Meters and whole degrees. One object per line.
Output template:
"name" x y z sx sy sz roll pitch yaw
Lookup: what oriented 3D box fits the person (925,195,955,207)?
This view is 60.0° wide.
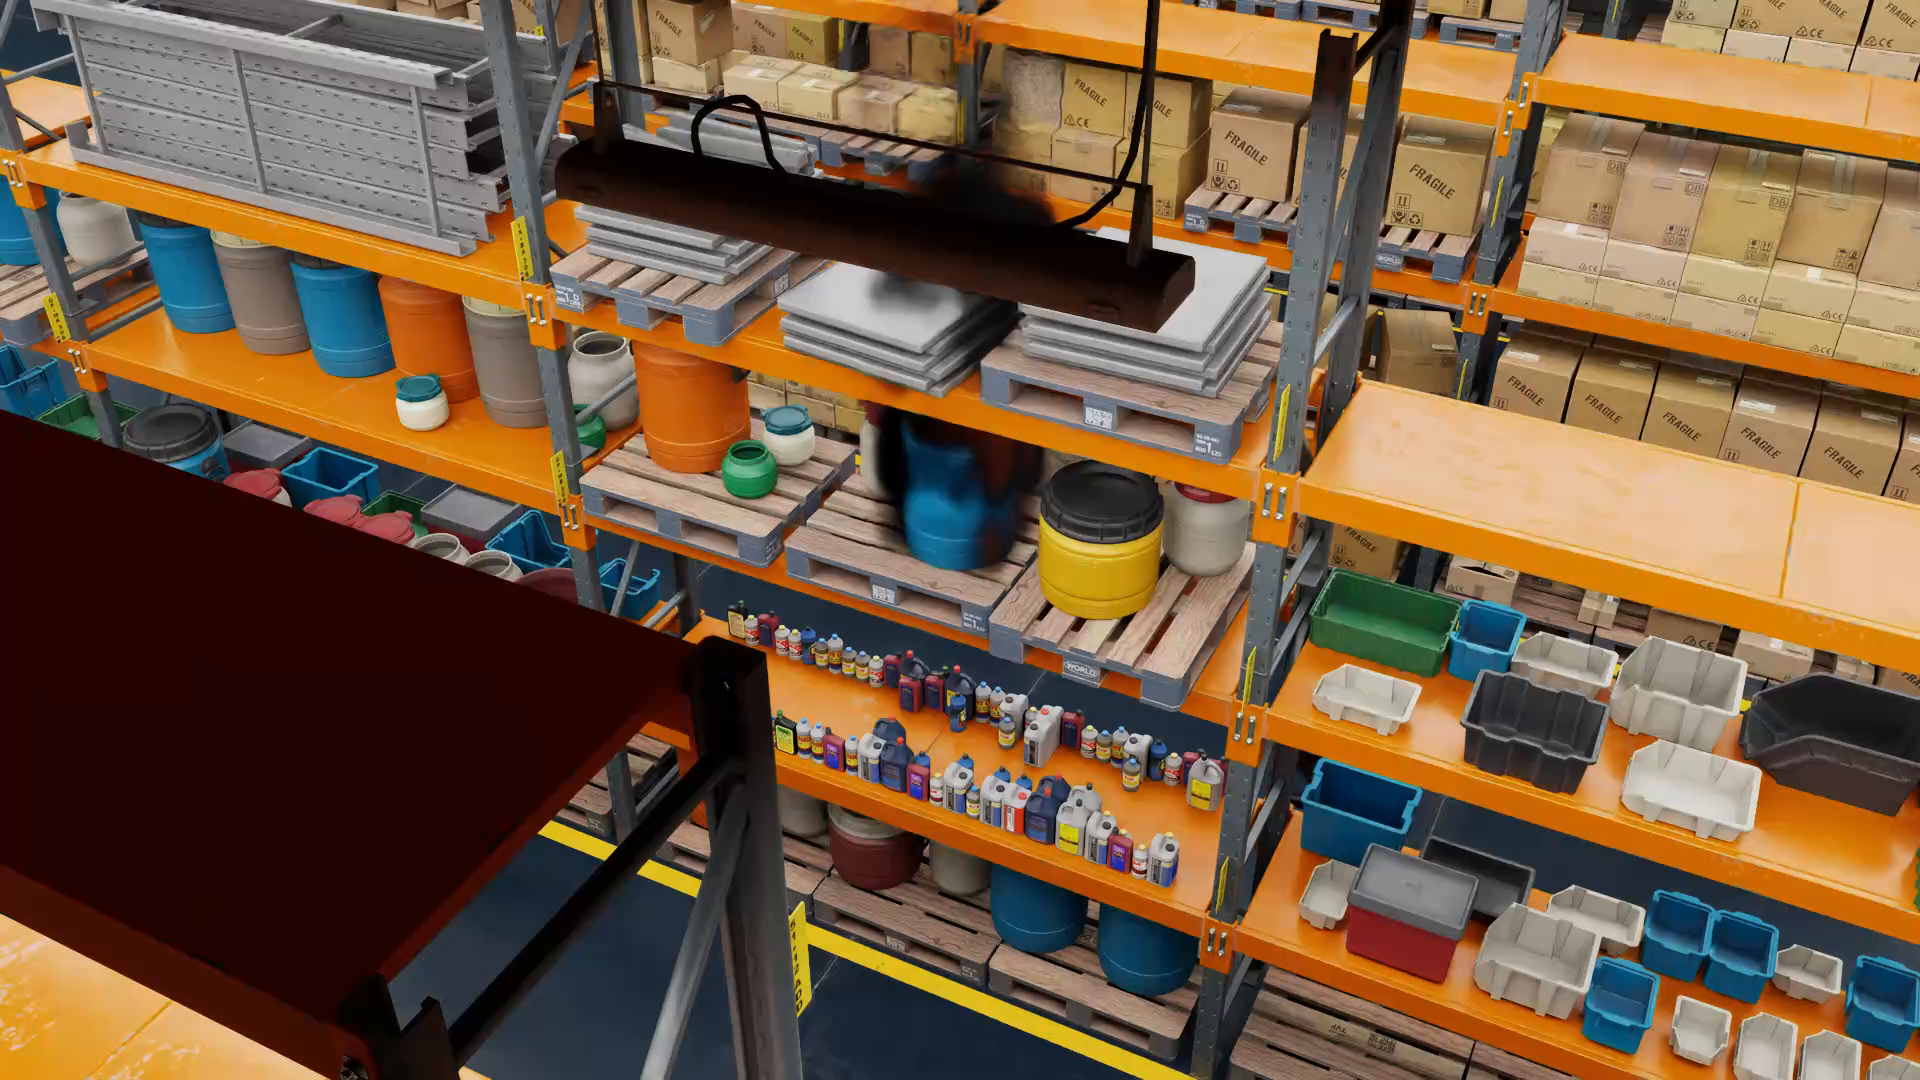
"person" 0.005 -2.927 16.751 0.852 1.491 0.601 4 35 6

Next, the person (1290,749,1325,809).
"person" 2.381 1.098 10.365 0.553 1.682 0.660 20 40 26
